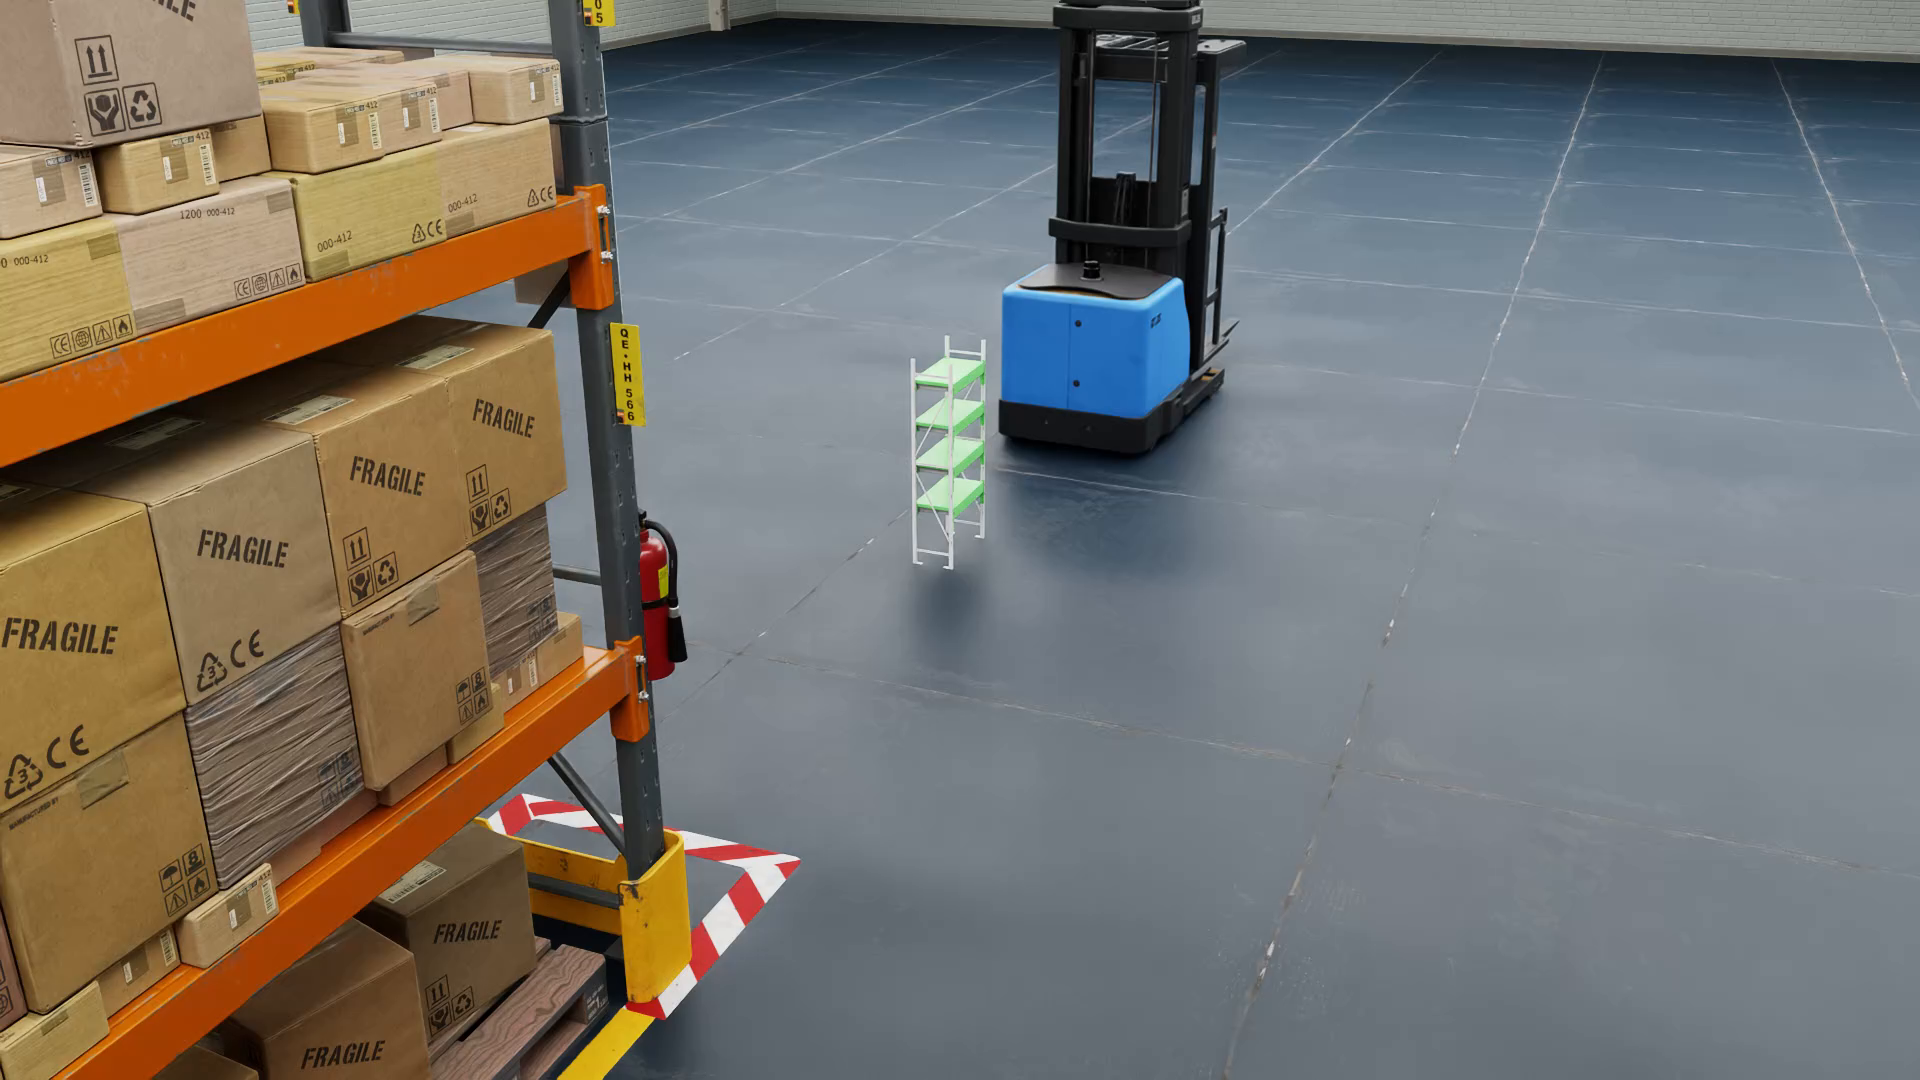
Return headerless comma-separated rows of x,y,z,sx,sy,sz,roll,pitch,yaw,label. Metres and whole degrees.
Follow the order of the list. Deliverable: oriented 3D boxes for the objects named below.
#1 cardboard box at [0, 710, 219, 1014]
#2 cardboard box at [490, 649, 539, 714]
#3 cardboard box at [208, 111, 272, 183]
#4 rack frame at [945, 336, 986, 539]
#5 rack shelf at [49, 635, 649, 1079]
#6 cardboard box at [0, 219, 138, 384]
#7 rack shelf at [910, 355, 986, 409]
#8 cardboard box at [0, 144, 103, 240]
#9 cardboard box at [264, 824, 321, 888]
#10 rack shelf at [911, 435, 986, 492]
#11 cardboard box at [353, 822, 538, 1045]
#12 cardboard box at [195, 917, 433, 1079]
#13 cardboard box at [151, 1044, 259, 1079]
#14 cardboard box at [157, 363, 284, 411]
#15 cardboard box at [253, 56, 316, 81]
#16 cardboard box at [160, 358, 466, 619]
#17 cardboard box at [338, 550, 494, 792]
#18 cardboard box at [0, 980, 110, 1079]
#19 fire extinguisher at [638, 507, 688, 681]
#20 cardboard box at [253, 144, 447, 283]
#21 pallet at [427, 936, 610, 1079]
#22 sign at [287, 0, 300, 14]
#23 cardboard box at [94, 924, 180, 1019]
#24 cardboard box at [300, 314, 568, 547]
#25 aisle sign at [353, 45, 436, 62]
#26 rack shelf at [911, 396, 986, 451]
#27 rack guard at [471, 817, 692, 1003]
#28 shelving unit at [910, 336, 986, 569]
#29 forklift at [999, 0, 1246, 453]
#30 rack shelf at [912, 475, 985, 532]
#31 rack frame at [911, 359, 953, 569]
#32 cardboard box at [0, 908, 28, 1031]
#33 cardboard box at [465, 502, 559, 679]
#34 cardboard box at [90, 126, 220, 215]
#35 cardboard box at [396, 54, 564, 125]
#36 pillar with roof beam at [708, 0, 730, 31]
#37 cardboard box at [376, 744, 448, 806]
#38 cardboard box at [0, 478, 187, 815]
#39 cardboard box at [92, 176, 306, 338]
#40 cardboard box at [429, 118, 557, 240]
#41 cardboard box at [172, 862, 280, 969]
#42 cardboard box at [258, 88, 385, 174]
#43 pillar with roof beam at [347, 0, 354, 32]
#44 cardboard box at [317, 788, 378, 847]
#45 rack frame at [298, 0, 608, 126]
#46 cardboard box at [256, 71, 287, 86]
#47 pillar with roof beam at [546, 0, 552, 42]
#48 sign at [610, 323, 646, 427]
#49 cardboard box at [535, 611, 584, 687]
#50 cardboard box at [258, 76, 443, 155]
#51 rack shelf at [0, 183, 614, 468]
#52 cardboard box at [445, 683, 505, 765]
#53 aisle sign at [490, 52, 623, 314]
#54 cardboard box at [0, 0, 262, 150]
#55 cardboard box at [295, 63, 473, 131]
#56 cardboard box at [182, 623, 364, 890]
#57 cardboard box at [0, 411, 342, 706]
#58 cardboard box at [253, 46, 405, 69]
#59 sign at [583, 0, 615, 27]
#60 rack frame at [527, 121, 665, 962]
-2.267,0.637,3.819,0.875,0.500,0.500,9,24,20,cardboard box
-1.548,0.418,5.184,0.380,0.149,0.250,9,24,20,cardboard box
-1.838,-0.920,3.846,0.380,0.149,0.250,9,24,21,cardboard box
0.029,-0.582,9.586,0.240,1.200,0.015,9,24,20,rack frame
-2.283,1.129,4.090,1.077,0.370,4.000,9,24,20,rack shelf
-2.046,-0.483,3.318,0.500,0.250,0.500,8,24,19,cardboard box
-0.062,-0.878,9.217,0.258,0.148,0.480,9,24,20,rack shelf
-1.989,-0.718,3.363,0.380,0.149,0.250,7,24,17,cardboard box
-1.903,0.778,4.321,0.380,0.149,0.250,9,24,20,cardboard box
-0.061,-0.435,9.402,0.258,0.148,0.480,9,24,20,rack shelf
-1.788,1.262,5.536,0.500,0.500,0.500,14,26,30,cardboard box
-1.978,1.480,5.012,0.500,0.500,0.500,16,28,34,cardboard box
-2.228,1.702,4.482,0.500,0.500,0.500,11,25,25,cardboard box
-2.190,-0.228,4.591,0.500,0.500,0.500,9,24,20,cardboard box
-2.043,-1.274,4.693,0.380,0.149,0.250,9,24,21,cardboard box
-1.695,-0.152,4.409,0.500,0.500,0.500,9,24,20,cardboard box
-1.844,0.287,4.657,0.875,0.500,0.500,9,24,20,cardboard box
-2.122,1.056,3.657,0.380,0.149,0.250,9,24,20,cardboard box
-1.070,0.142,5.620,0.296,0.674,0.183,9,24,20,fire extinguisher
-1.666,-0.846,4.186,0.500,0.250,0.500,9,24,20,cardboard box
-1.903,1.680,5.453,1.003,0.211,1.213,9,24,20,pallet
-2.044,-1.784,5.104,0.100,0.325,0.005,9,24,20,sign
-2.071,0.960,3.887,0.380,0.149,0.250,9,24,20,cardboard box
-1.515,-0.332,4.839,0.500,0.500,0.500,9,24,20,cardboard box
-1.796,-1.184,5.319,0.394,0.787,0.004,9,24,20,aisle sign
-0.061,-0.657,9.309,0.258,0.148,0.480,9,24,20,rack shelf
-1.568,1.262,6.081,1.175,0.500,0.348,9,24,20,rack guard
-0.061,-0.494,9.377,0.258,1.200,0.503,9,24,20,shelving unit
1.328,-2.456,11.826,1.130,2.935,3.031,10,25,22,forklift
-0.061,-0.214,9.494,0.258,0.148,0.480,9,24,20,rack shelf
-0.152,-0.407,9.168,0.240,1.200,0.015,9,24,20,rack frame
-2.491,0.810,3.405,0.875,0.500,0.500,9,24,20,cardboard box
-1.770,0.090,5.126,0.875,0.500,0.500,9,24,20,cardboard box
-1.844,-0.809,3.581,0.380,0.149,0.250,8,24,17,cardboard box
-1.354,-1.274,4.694,0.380,0.149,0.250,9,24,20,cardboard box
-1.306,-14.815,33.541,9.100,9.000,0.400,9,24,20,pillar with roof beam
-1.700,0.602,4.743,0.380,0.149,0.250,9,24,20,cardboard box
-2.077,0.204,3.556,0.500,0.500,0.500,9,24,20,cardboard box
-1.864,-0.664,3.750,0.500,0.250,0.500,9,24,21,cardboard box
-1.483,-1.025,4.615,0.500,0.250,0.500,9,24,21,cardboard box
-1.914,0.880,4.077,0.380,0.149,0.250,9,24,20,cardboard box
-1.630,-0.991,4.016,0.380,0.149,0.250,9,24,20,cardboard box
-5.763,-10.520,23.261,9.100,9.000,0.400,9,24,20,pillar with roof beam
-1.831,0.685,4.543,0.380,0.149,0.250,9,24,20,cardboard box
-1.540,-2.687,4.508,1.000,3.000,0.127,9,24,20,rack frame
-2.023,-1.166,4.434,0.380,0.149,0.250,8,24,19,cardboard box
-3.535,-12.667,28.401,9.100,9.000,0.400,9,24,20,pillar with roof beam
-1.032,-0.513,5.173,0.100,0.325,0.005,9,24,20,sign
-1.454,0.328,5.398,0.380,0.149,0.250,9,24,20,cardboard box
-1.559,-1.084,4.239,0.380,0.149,0.250,8,24,18,cardboard box
-2.283,-0.256,3.512,1.077,0.370,4.000,9,24,20,rack shelf
-1.593,0.515,4.952,0.380,0.149,0.250,9,24,20,cardboard box
-1.239,-1.098,5.114,0.394,0.787,0.004,9,24,20,aisle sign
-1.881,-1.126,3.499,0.500,0.500,0.500,9,24,20,cardboard box
-1.559,-1.198,4.511,0.380,0.149,0.250,8,24,18,cardboard box
-2.070,0.459,4.243,0.875,0.500,0.500,9,24,20,cardboard box
-1.883,0.027,3.981,0.500,0.500,0.500,9,24,20,cardboard box
-1.857,-1.352,4.882,0.380,0.149,0.250,9,24,20,cardboard box
-1.032,-1.625,4.708,0.100,0.325,0.005,9,24,20,sign
-1.540,0.081,5.664,1.000,3.000,0.127,9,24,20,rack frame
